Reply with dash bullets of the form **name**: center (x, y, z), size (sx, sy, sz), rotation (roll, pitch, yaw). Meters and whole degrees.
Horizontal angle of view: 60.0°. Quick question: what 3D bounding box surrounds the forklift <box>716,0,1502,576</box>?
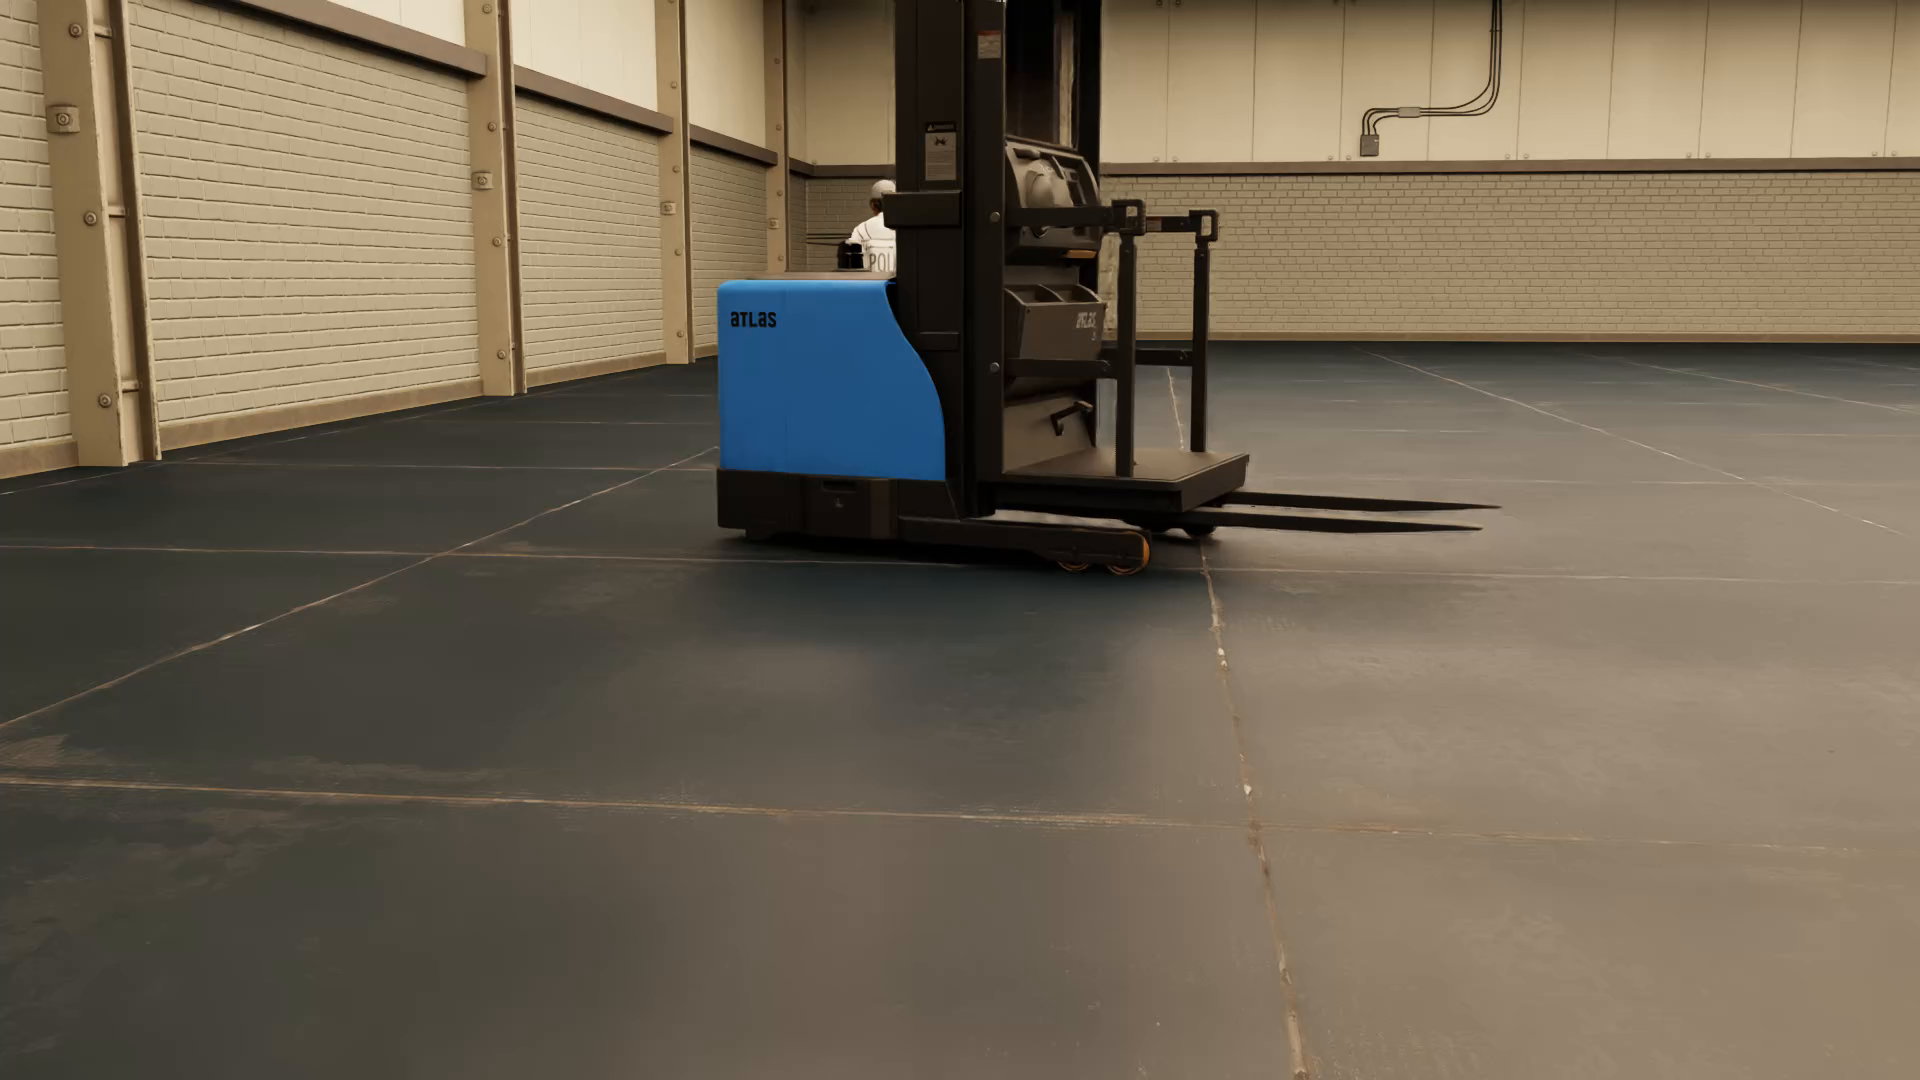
- **forklift**: center (0.559, -1.410, 6.486), size (3.031, 2.935, 1.130), rotation (4, 10, 23)

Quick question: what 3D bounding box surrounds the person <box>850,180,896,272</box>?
- **person**: center (-0.423, -1.306, 9.948), size (0.532, 1.671, 0.458), rotation (-1, 9, -7)
